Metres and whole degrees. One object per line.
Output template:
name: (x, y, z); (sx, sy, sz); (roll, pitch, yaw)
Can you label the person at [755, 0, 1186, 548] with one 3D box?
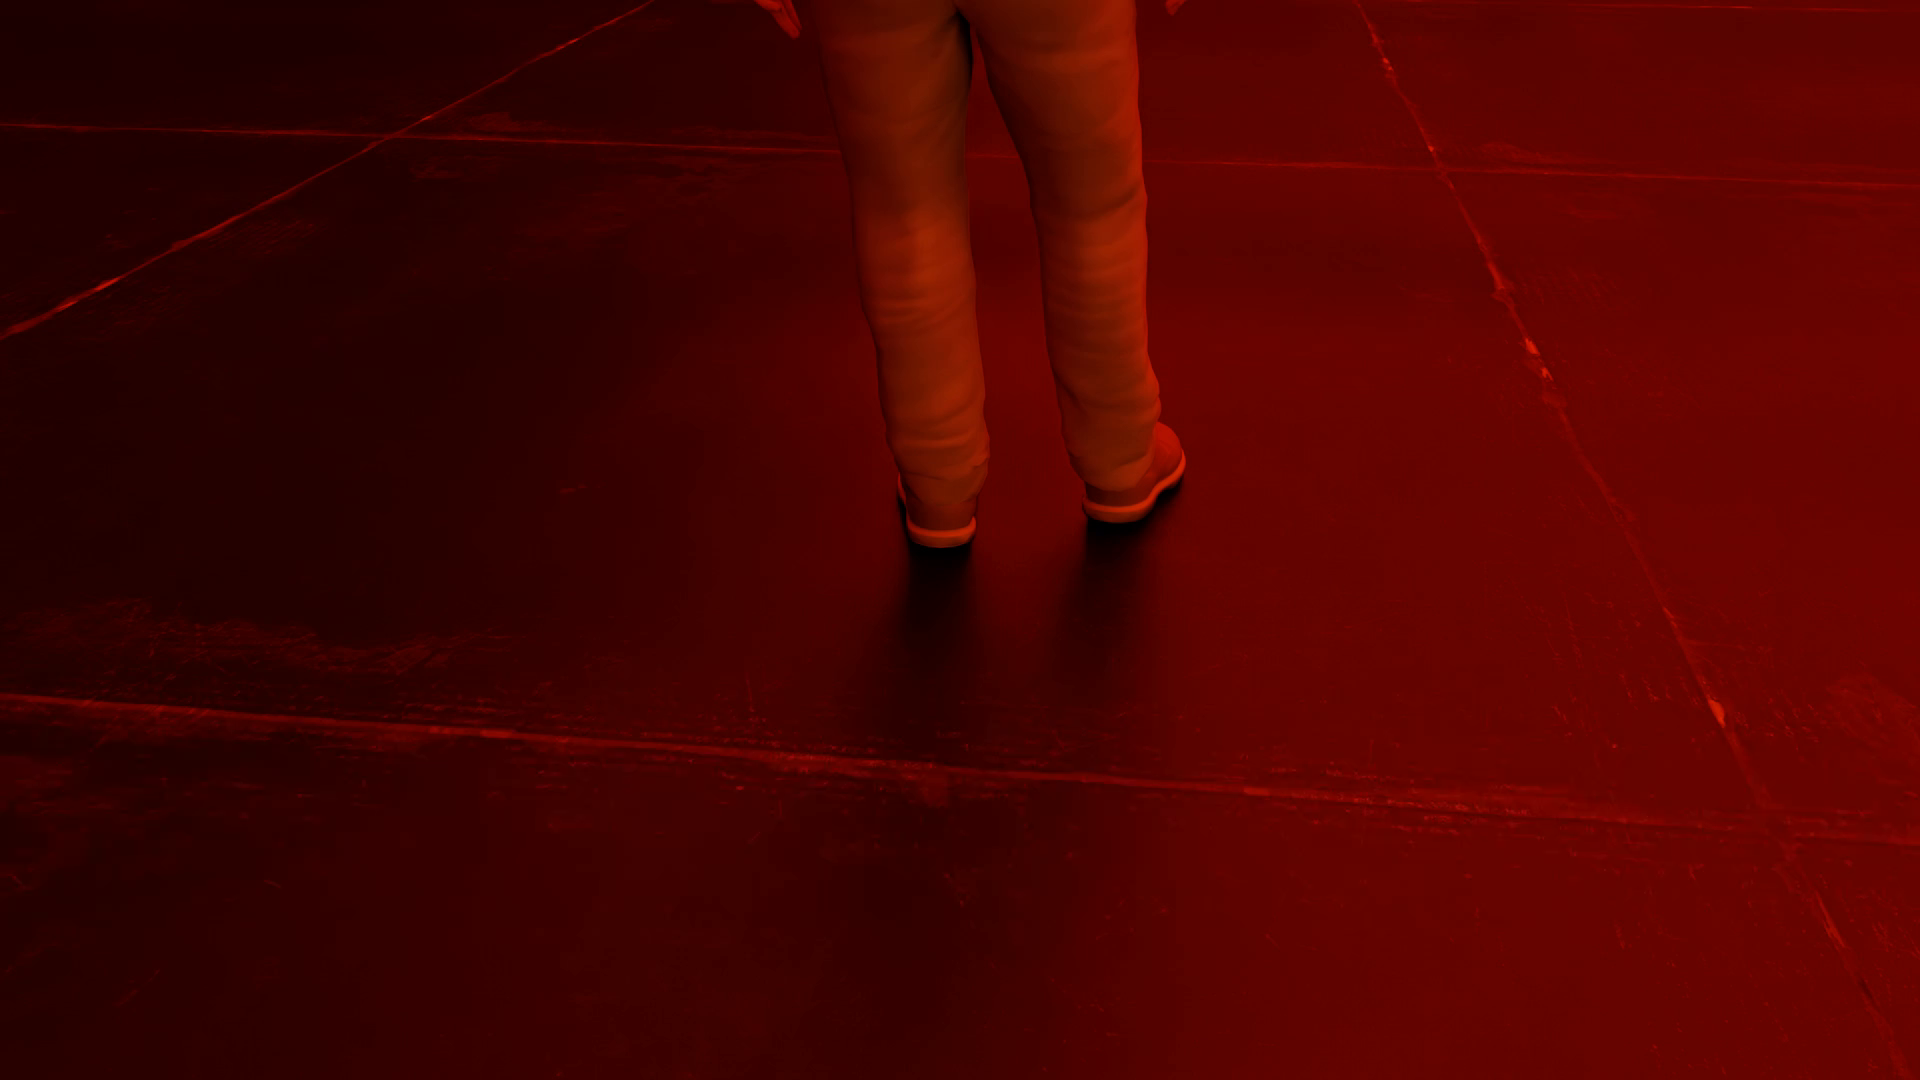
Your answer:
person: (0.022, -0.838, 2.167); (0.641, 1.780, 0.574); (3, 27, 7)
